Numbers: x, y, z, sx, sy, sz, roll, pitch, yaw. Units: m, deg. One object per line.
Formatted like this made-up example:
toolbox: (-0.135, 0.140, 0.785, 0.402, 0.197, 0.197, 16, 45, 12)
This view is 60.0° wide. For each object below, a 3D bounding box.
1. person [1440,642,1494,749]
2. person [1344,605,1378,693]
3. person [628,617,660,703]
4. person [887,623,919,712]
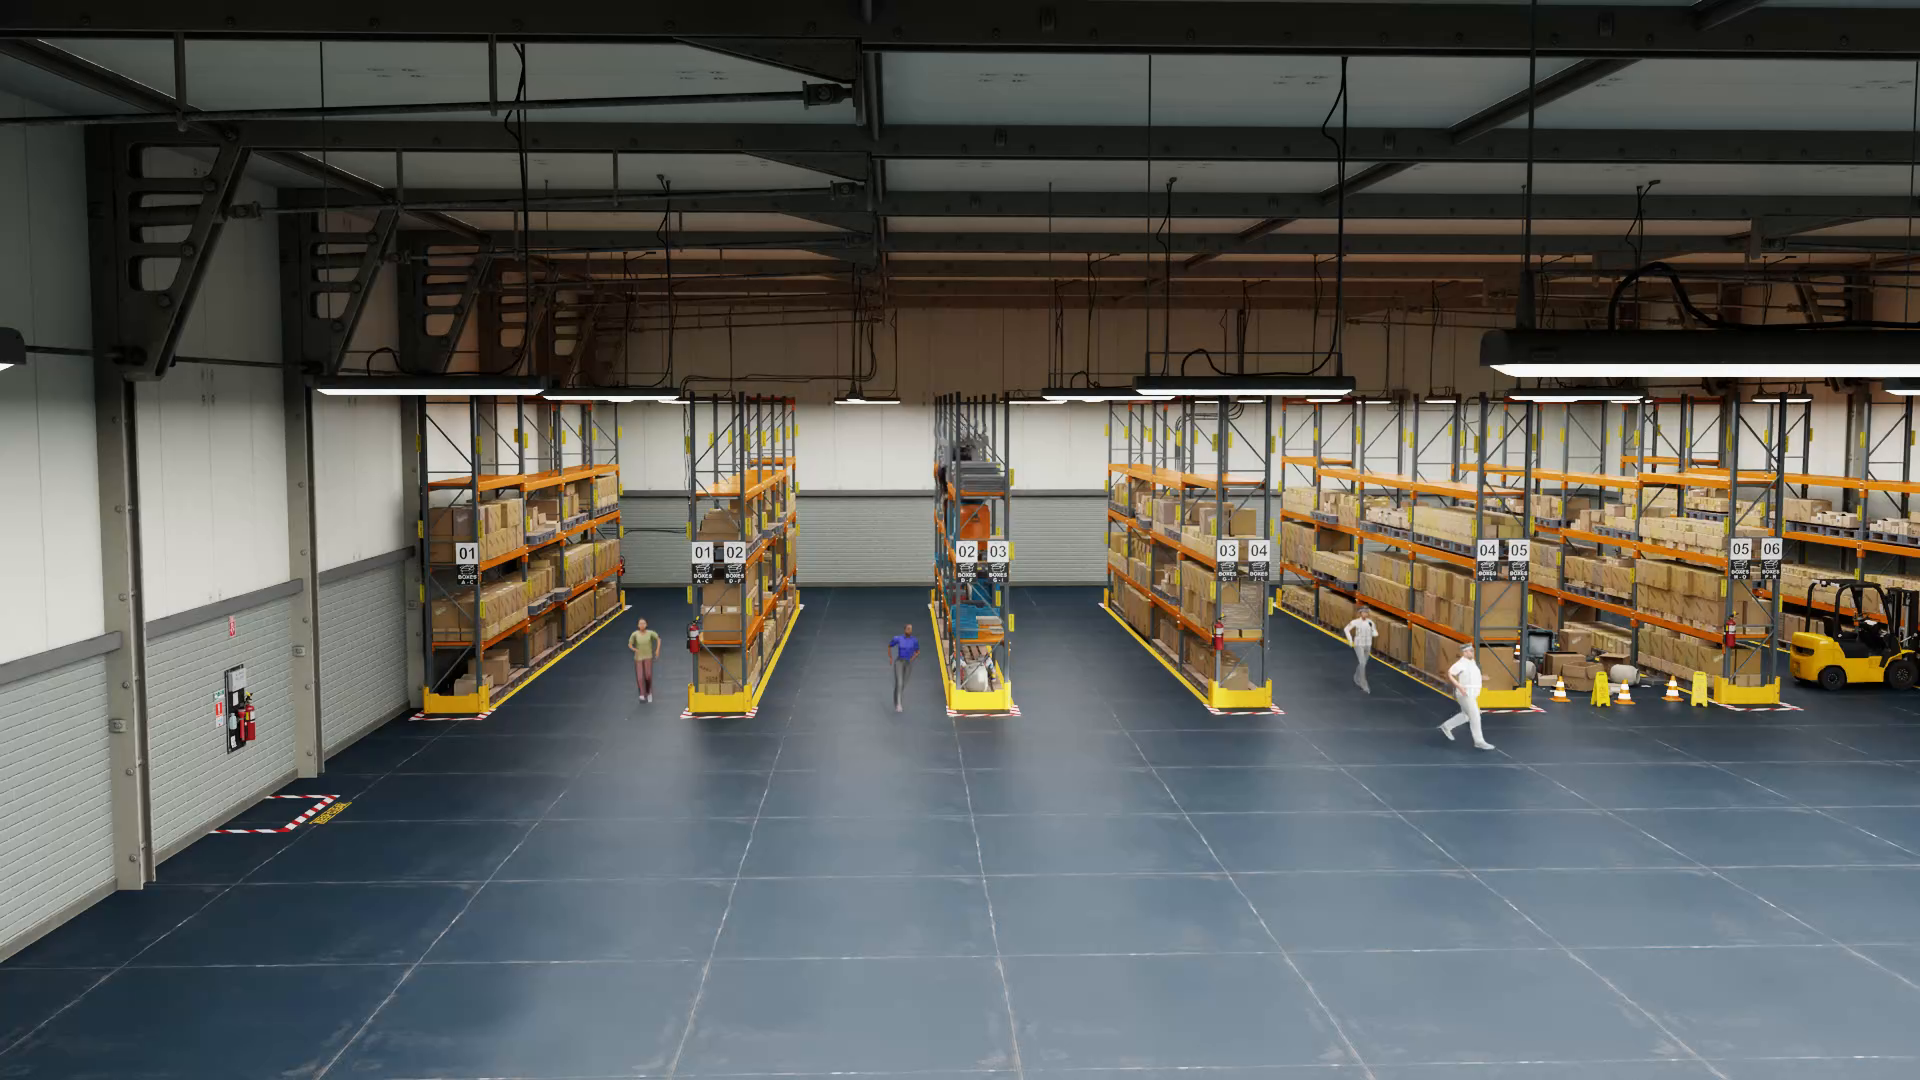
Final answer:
person: (8.520, 2.583, 27.934, 0.983, 1.757, 0.668, 3, 6, 36)
person: (8.139, 2.171, 33.617, 0.593, 1.727, 0.854, -1, 5, -16)
person: (-6.103, 2.329, 32.113, 0.605, 1.678, 0.645, -1, 5, -8)
person: (-1.069, 2.399, 31.600, 0.609, 1.650, 0.847, -2, 5, -18)
